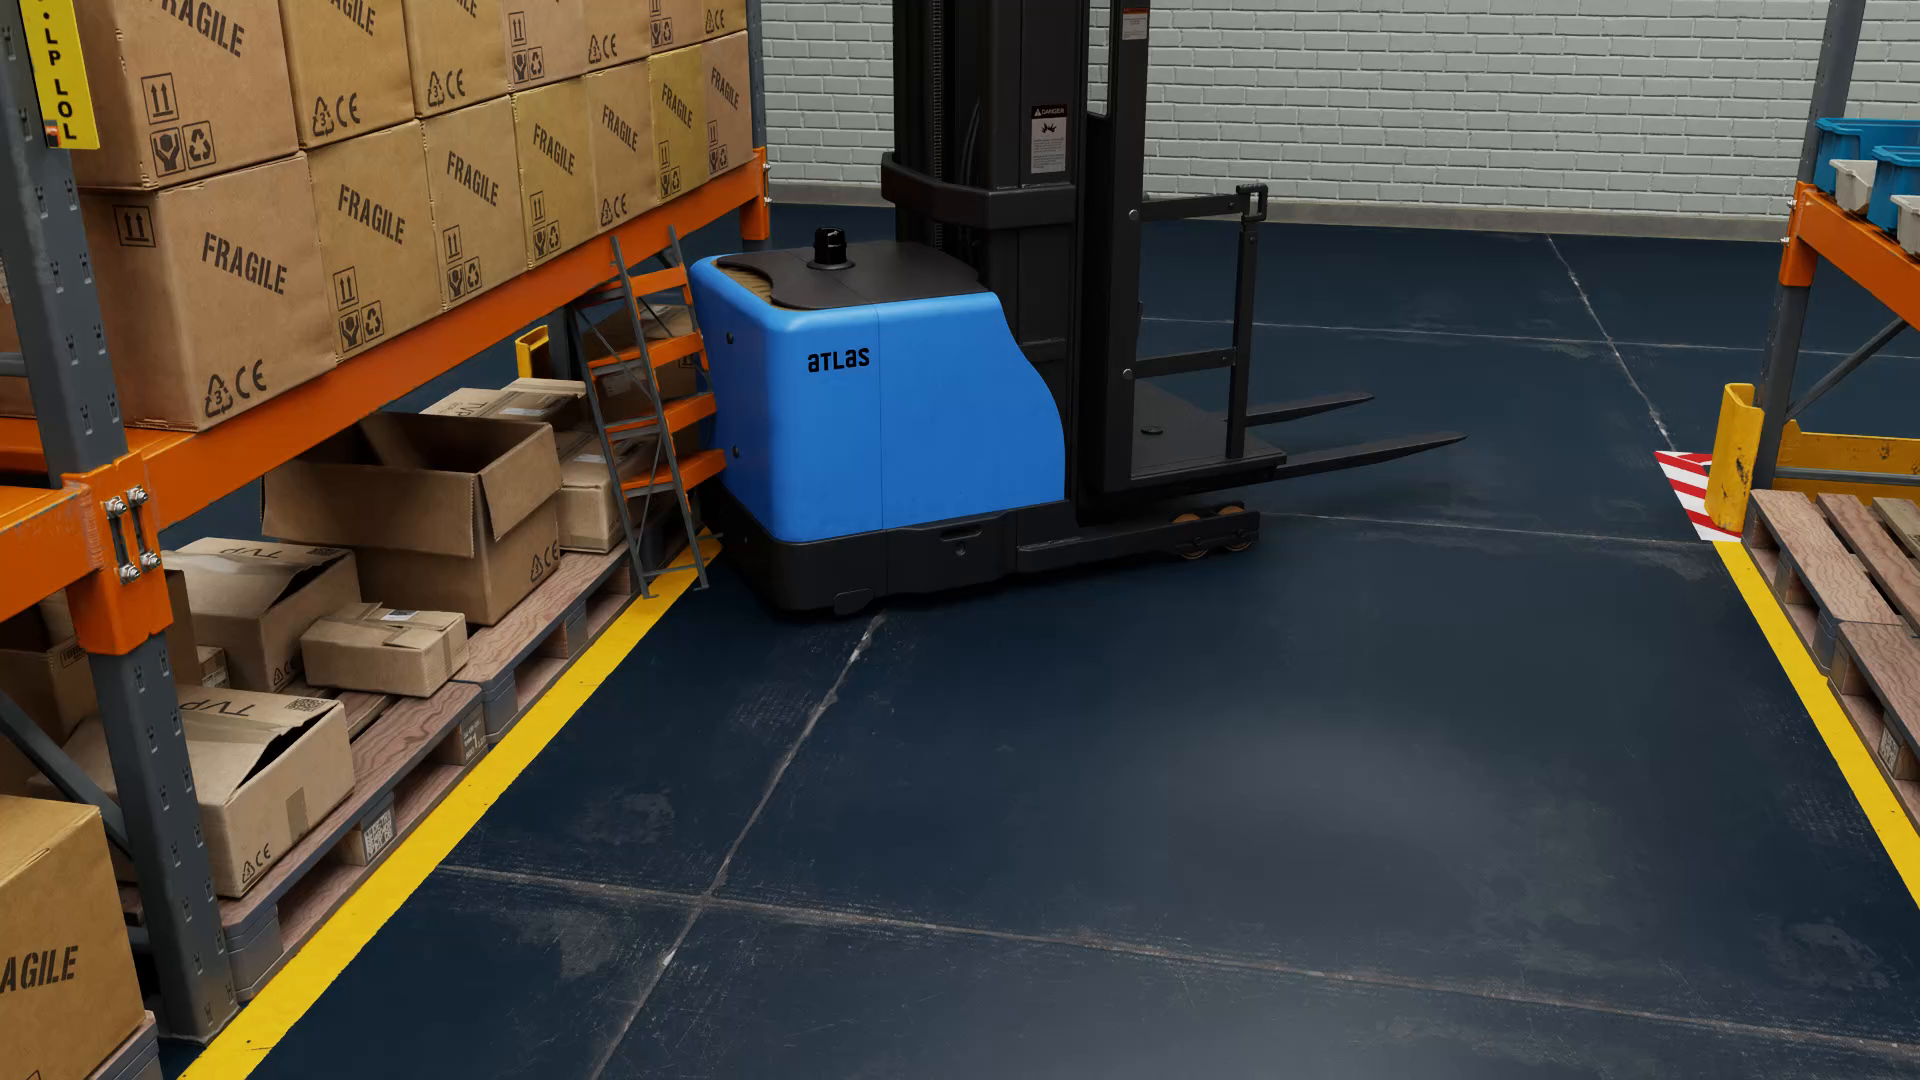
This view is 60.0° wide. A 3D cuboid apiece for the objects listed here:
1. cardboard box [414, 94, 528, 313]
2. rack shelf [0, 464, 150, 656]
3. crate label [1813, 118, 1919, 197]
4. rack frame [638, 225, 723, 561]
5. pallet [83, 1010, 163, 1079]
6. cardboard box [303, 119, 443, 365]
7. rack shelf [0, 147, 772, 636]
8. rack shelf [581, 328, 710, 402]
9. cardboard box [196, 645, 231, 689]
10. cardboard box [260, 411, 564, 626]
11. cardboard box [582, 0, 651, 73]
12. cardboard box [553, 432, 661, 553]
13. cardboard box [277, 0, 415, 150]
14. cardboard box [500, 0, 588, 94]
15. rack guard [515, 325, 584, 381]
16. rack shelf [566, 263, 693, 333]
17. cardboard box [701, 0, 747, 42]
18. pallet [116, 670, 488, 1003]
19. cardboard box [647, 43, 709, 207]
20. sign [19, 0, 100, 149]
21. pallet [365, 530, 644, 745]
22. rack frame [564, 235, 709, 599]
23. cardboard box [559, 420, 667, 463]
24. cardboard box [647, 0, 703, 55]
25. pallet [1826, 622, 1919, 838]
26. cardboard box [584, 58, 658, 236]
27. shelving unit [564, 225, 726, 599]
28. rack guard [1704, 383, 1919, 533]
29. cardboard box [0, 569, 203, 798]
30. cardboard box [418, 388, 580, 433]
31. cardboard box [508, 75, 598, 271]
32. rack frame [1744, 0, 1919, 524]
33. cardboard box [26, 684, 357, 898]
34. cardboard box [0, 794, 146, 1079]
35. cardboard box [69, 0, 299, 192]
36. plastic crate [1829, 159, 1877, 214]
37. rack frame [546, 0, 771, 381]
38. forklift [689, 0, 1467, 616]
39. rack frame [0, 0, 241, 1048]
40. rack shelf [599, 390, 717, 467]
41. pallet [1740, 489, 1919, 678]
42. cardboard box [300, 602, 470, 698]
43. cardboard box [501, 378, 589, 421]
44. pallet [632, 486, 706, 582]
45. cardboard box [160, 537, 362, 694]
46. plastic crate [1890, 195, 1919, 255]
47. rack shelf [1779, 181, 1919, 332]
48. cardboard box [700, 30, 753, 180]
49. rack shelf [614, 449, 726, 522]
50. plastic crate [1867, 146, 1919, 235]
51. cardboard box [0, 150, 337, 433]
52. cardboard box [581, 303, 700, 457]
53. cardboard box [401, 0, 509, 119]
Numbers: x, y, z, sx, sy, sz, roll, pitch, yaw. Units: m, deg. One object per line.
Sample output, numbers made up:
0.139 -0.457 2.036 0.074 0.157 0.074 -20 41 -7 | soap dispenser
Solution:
-1.537 -0.931 4.517 0.500 0.500 0.500 4 22 11 | cardboard box
-2.522 0.716 1.523 1.077 0.370 4.000 4 22 11 | rack shelf
3.178 -1.318 5.754 0.416 0.233 0.303 4 22 11 | crate label
-0.989 -0.512 5.984 0.240 1.200 0.015 -10 12 15 | rack frame
-2.242 1.245 2.980 1.003 0.211 1.213 4 22 11 | pallet
-1.641 -0.748 4.063 0.500 0.500 0.500 5 22 12 | cardboard box
-1.705 -0.747 5.155 1.077 0.370 4.000 4 22 11 | rack shelf
-1.076 -0.601 5.722 0.258 0.148 0.480 -10 12 15 | rack shelf
-2.257 0.398 4.578 0.380 0.149 0.250 4 22 11 | cardboard box
-1.735 -0.082 5.296 0.797 0.503 0.637 4 22 11 | cardboard box
-1.322 -1.763 5.245 0.500 0.500 0.500 5 22 12 | cardboard box
-1.390 -0.178 5.871 0.500 0.250 0.500 4 22 11 | cardboard box
-1.637 -1.199 3.842 0.500 0.500 0.500 4 22 9 | cardboard box
-1.427 -1.576 4.778 0.500 0.500 0.500 5 23 13 | cardboard box
-1.313 -0.624 7.235 1.175 0.500 0.348 4 22 11 | rack guard
-1.127 -0.827 5.675 0.258 0.148 0.480 -10 12 15 | rack shelf
-1.119 -2.138 6.175 0.500 0.500 0.500 4 22 10 | cardboard box
-1.972 0.694 4.349 1.003 0.211 1.213 4 22 11 | pallet
-1.225 -1.484 5.888 0.500 0.500 0.500 5 22 11 | cardboard box
-1.569 -0.845 2.886 0.100 0.325 0.005 4 22 11 | sign
-1.726 0.246 5.460 1.003 0.211 1.213 4 22 11 | pallet
-1.094 -0.392 5.523 0.240 1.200 0.015 -10 12 15 | rack frame
-1.338 -0.343 6.393 0.380 0.166 0.250 4 22 11 | cardboard box
-1.221 -1.953 5.716 0.500 0.500 0.500 5 22 12 | cardboard box
3.094 0.604 4.571 1.003 0.211 1.213 4 22 11 | pallet
-1.332 -1.301 5.436 0.500 0.500 0.500 5 22 11 | cardboard box
-1.042 -0.452 5.754 0.258 1.200 0.503 -10 12 15 | shelving unit
3.543 -0.283 6.387 1.175 0.500 0.348 4 22 11 | rack guard
-2.275 0.377 4.160 0.500 0.500 0.500 4 22 11 | cardboard box
-1.788 -0.380 6.374 0.500 0.250 0.500 4 22 11 | cardboard box
-1.435 -1.117 4.979 0.500 0.500 0.500 4 22 10 | cardboard box
3.551 -1.433 5.896 1.000 3.000 0.127 4 22 11 | rack frame
-1.816 0.557 3.965 0.500 0.311 0.500 4 22 11 | cardboard box
-1.934 0.809 3.087 0.500 0.500 0.500 4 22 11 | cardboard box
-1.742 -1.010 3.374 0.500 0.500 0.500 5 22 12 | cardboard box
3.032 -1.162 5.496 0.250 0.136 0.298 4 22 11 | plastic crate
-1.297 -1.812 6.837 1.000 3.000 0.127 4 22 11 | rack frame
0.568 -1.457 6.047 3.031 2.935 1.130 -10 24 -23 | forklift
-2.113 -0.349 3.205 1.000 3.000 0.127 4 22 11 | rack frame
-1.027 -0.388 5.767 0.258 0.148 0.480 -10 12 15 | rack shelf
3.345 0.159 5.675 1.003 0.211 1.213 4 22 11 | pallet
-1.649 0.307 4.779 0.380 0.166 0.250 4 22 11 | cardboard box
-1.719 -0.566 6.972 0.380 0.149 0.250 4 22 11 | cardboard box
-1.474 -0.199 6.565 1.003 0.211 1.213 4 22 11 | pallet
-2.122 0.190 4.877 0.500 0.311 0.500 4 22 11 | cardboard box
2.894 -0.914 4.880 0.250 0.136 0.298 4 22 11 | plastic crate
3.143 -0.368 4.214 1.077 0.370 4.000 4 22 11 | rack shelf
-1.122 -1.674 6.360 0.500 0.500 0.500 5 23 13 | cardboard box
-0.983 -0.198 5.807 0.258 0.148 0.480 -10 12 15 | rack shelf
3.044 -1.077 5.156 0.416 0.233 0.300 4 22 11 | plastic crate
-1.743 -0.561 3.597 0.500 0.500 0.500 5 22 12 | cardboard box
-1.167 -0.639 6.681 0.500 0.500 0.500 4 22 11 | cardboard box
-1.532 -1.387 4.309 0.500 0.500 0.500 4 22 9 | cardboard box
